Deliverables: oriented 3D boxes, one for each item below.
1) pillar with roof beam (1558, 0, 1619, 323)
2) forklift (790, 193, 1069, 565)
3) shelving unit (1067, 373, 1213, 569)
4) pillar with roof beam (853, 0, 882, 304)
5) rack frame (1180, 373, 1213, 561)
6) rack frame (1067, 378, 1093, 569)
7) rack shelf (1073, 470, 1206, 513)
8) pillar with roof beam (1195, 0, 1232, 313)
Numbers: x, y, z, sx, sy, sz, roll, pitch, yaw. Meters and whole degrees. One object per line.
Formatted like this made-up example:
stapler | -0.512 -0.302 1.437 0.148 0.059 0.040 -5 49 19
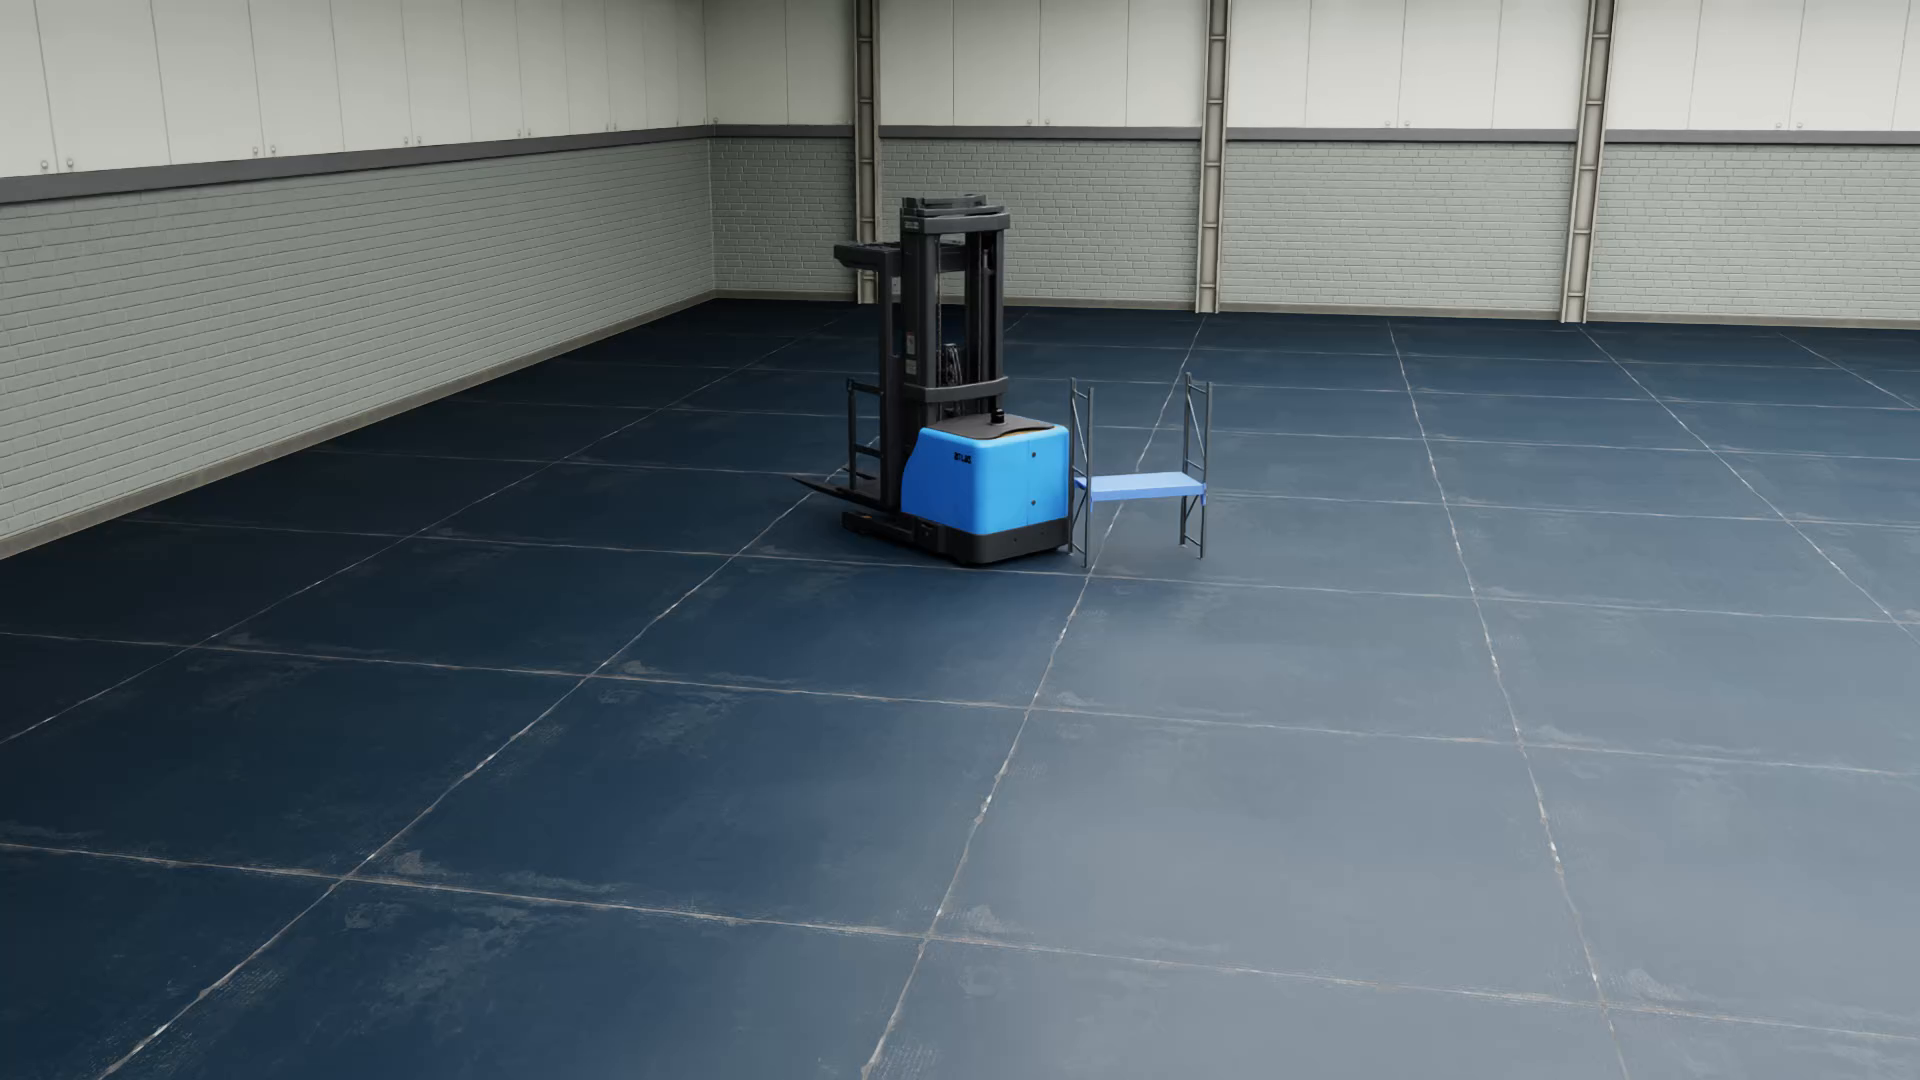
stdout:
pillar with roof beam | 9.292 -6.834 22.307 0.400 9.000 9.100 3 16 11
forklift | -0.397 -1.541 14.566 1.130 2.935 3.031 -12 20 -38
shelving unit | 1.479 -0.582 13.785 1.048 1.500 0.538 -4 16 -14
pillar with roof beam | -2.468 -7.472 24.611 0.400 9.000 9.100 3 16 11
rack frame | 1.971 -0.616 13.907 0.032 1.500 0.500 -4 16 -14
rack frame | 0.986 -0.549 13.663 0.032 1.500 0.500 -4 16 -14
rack shelf | 1.479 -0.409 13.833 1.000 0.185 0.538 -4 16 -14
pillar with roof beam | 3.412 -7.153 23.459 0.400 9.000 9.100 3 16 11
